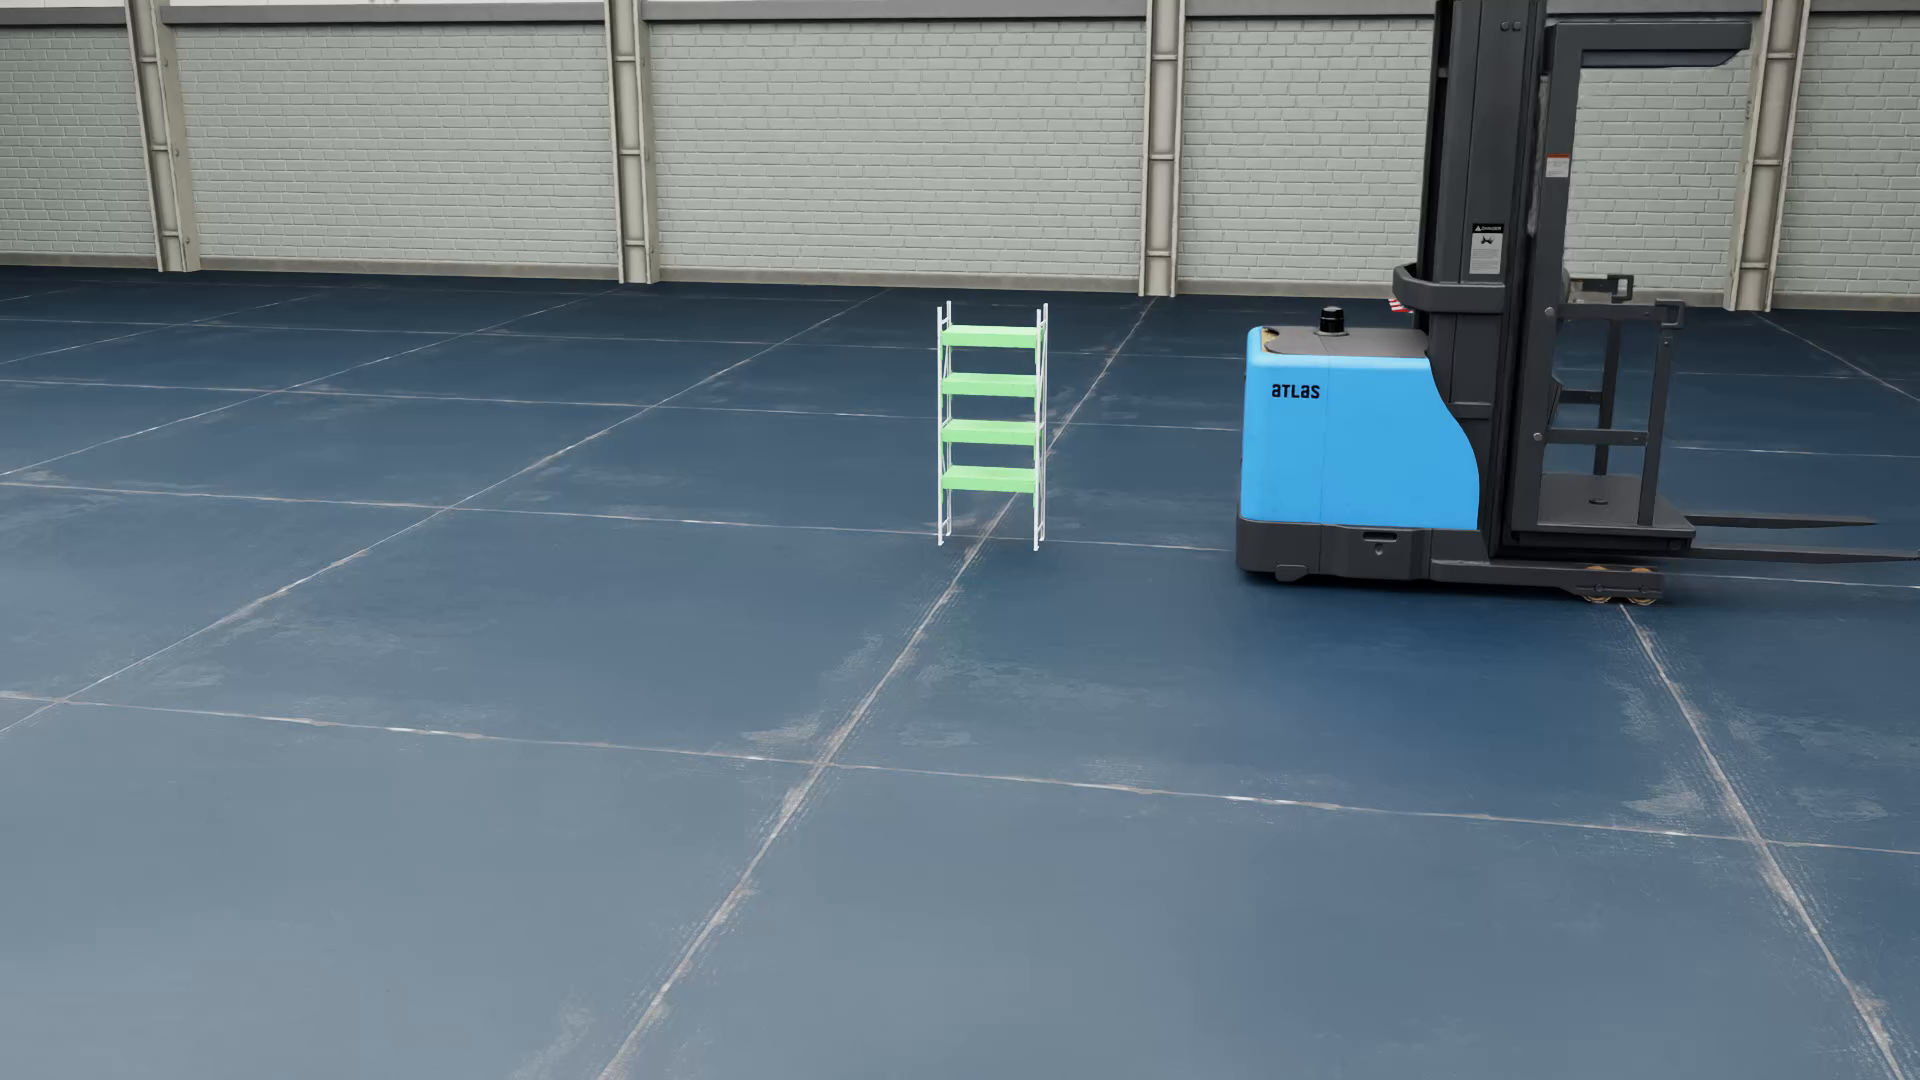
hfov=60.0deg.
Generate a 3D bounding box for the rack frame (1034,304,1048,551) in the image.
[{"bbox_3d":[0.401,-0.556,8.253,0.015,1.200,0.240,3,16,11],"label":"rack frame"}]

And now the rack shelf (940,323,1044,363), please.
[{"bbox_3d":[0.162,-0.970,8.189,0.480,0.148,0.258,3,16,11],"label":"rack shelf"}]

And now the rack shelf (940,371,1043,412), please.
[{"bbox_3d":[0.162,-0.739,8.253,0.480,0.148,0.258,3,16,11],"label":"rack shelf"}]

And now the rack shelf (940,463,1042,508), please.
[{"bbox_3d":[0.162,-0.277,8.381,0.480,0.148,0.258,3,16,11],"label":"rack shelf"}]

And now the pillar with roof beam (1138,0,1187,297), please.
[{"bbox_3d":[1.304,-5.890,12.899,0.400,9.000,9.100,3,16,11],"label":"pillar with roof beam"}]

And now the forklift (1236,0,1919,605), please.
[{"bbox_3d":[2.858,-1.273,7.596,3.031,2.935,1.130,3,16,9],"label":"forklift"}]

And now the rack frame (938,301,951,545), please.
[{"bbox_3d":[-0.077,-0.582,8.347,0.015,1.200,0.240,3,16,11],"label":"rack frame"}]

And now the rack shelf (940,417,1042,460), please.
[{"bbox_3d":[0.162,-0.508,8.317,0.480,0.148,0.258,3,16,11],"label":"rack shelf"}]

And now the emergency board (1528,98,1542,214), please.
[{"bbox_3d":[5.628,-3.947,17.124,0.643,1.169,0.194,3,16,11],"label":"emergency board"}]

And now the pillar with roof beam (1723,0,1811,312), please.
[{"bbox_3d":[7.184,-5.571,11.747,0.400,9.000,9.100,3,16,11],"label":"pillar with roof beam"}]

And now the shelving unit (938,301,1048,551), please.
[{"bbox_3d":[0.162,-0.569,8.300,0.503,1.200,0.258,3,16,11],"label":"shelving unit"}]

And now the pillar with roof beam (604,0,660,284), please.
[{"bbox_3d":[-4.575,-6.209,14.051,0.400,9.000,9.100,3,16,11],"label":"pillar with roof beam"}]

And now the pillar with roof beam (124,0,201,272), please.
[{"bbox_3d":[-10.455,-6.529,15.203,0.400,9.000,9.100,3,16,11],"label":"pillar with roof beam"}]
